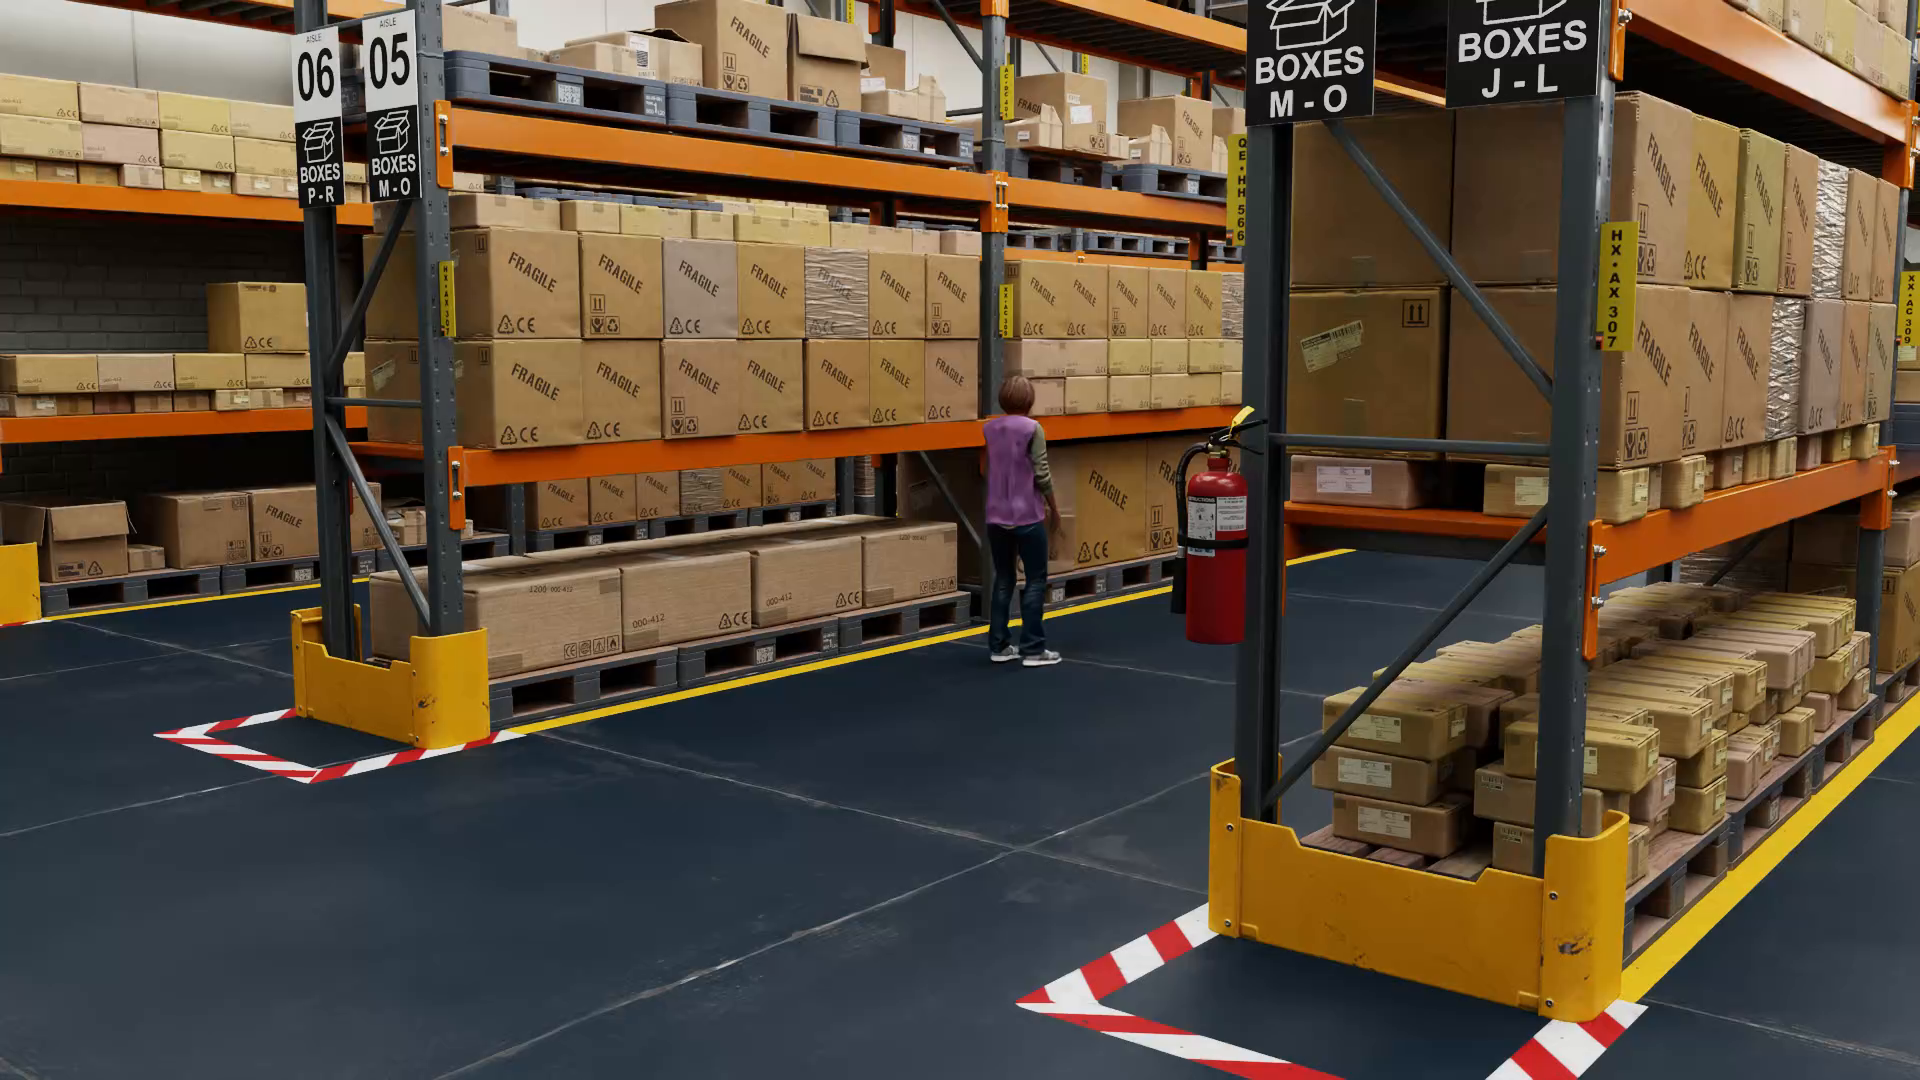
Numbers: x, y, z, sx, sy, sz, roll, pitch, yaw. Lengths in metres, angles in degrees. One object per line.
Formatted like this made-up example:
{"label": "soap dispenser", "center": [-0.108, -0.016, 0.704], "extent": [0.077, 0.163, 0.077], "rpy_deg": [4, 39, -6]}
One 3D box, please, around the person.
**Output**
{"label": "person", "center": [0.328, -0.108, 9.223], "extent": [0.445, 1.602, 0.371], "rpy_deg": [5, 9, 37]}
